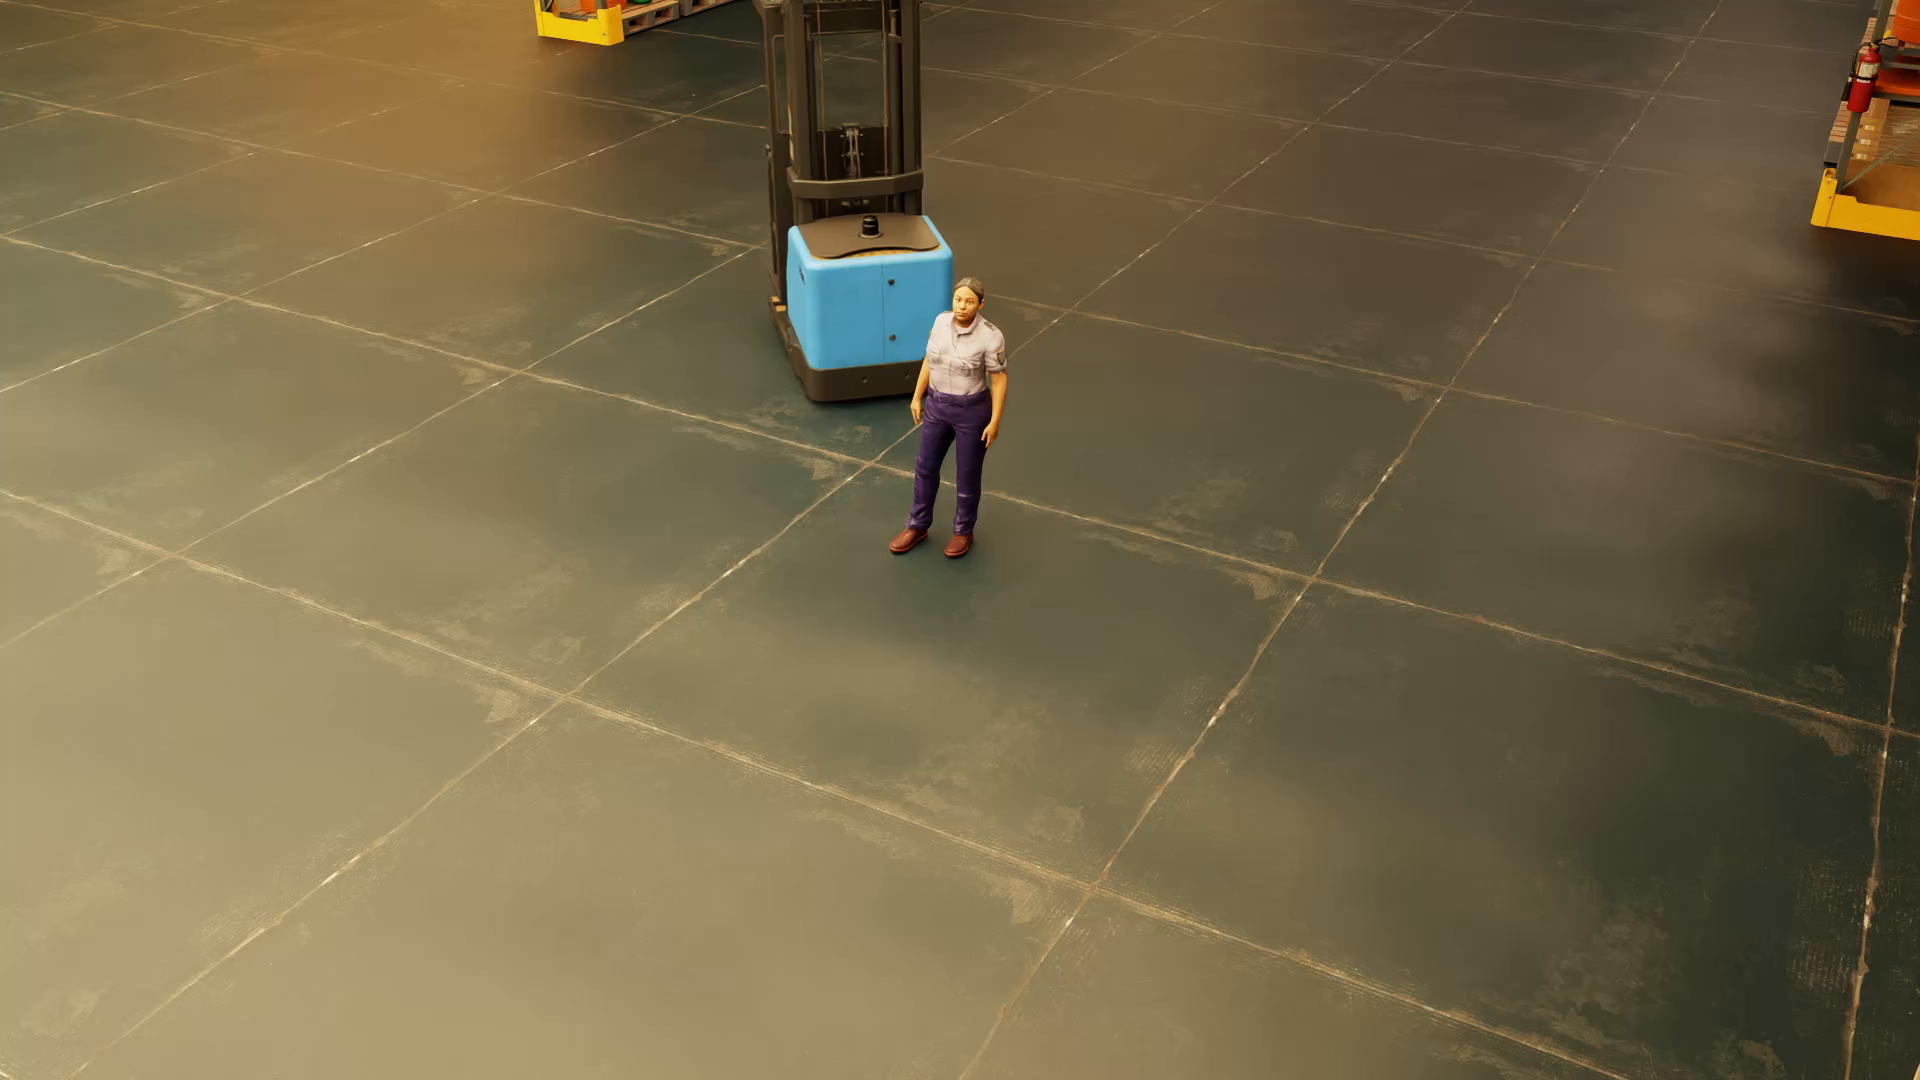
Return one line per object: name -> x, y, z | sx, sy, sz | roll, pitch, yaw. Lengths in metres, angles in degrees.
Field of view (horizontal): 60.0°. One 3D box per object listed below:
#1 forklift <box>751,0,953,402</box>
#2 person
forklift -> -0.879, -2.950, 12.181 | 1.130, 2.935, 3.031 | -7, 31, -12
person -> -0.063, -0.687, 9.529 | 0.598, 1.651, 0.503 | 15, 33, 25
